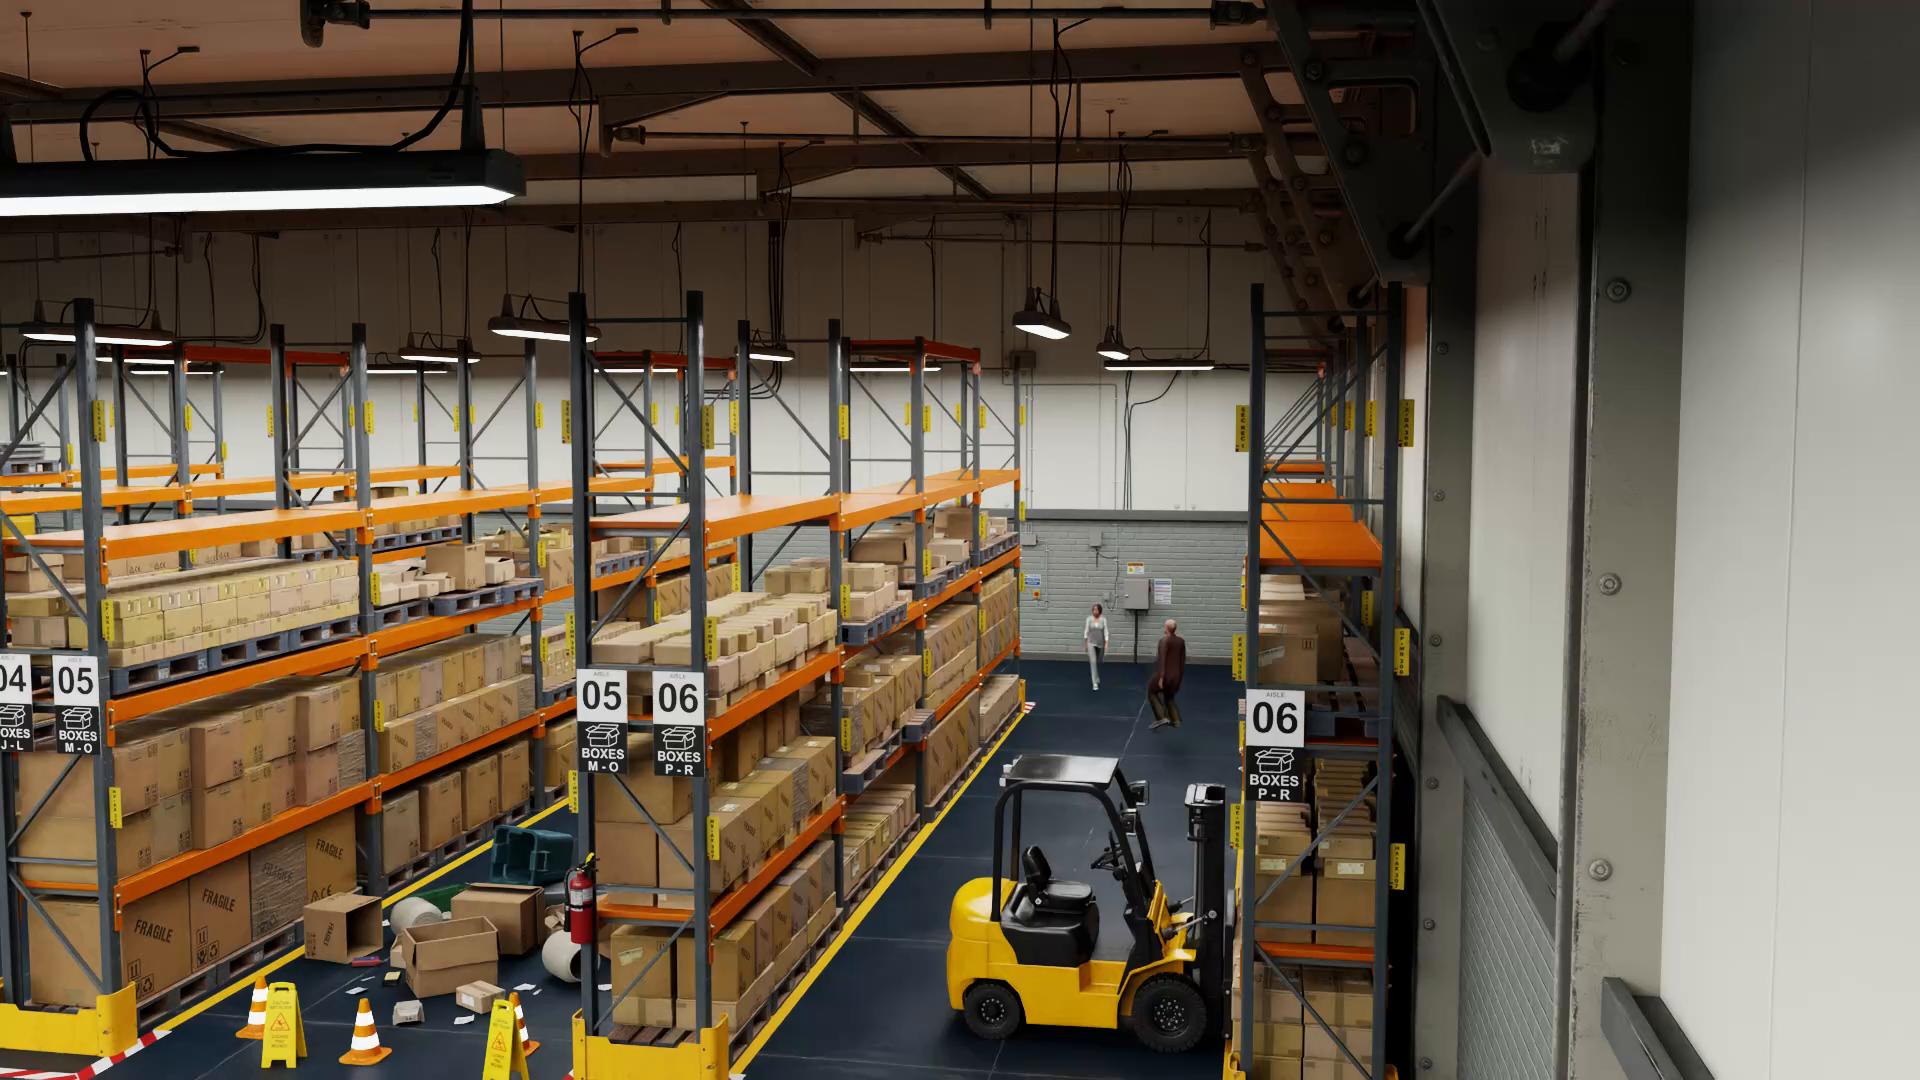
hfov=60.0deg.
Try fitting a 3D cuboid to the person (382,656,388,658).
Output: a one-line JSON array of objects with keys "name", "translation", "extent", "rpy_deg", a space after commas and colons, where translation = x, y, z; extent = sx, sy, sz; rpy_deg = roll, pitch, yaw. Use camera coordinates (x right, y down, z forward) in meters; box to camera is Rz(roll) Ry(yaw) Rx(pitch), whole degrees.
[{"name": "person", "translation": [-7.770, 2.452, 22.549], "extent": [0.571, 1.782, 0.535], "rpy_deg": [0, 5, 6]}]

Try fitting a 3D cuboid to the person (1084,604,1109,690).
[{"name": "person", "translation": [2.500, 1.922, 30.458], "extent": [0.420, 1.528, 1.023], "rpy_deg": [0, 5, -6]}]

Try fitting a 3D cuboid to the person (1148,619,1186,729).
[{"name": "person", "translation": [3.215, 2.065, 25.405], "extent": [0.593, 1.707, 0.656], "rpy_deg": [-2, 5, -22]}]
